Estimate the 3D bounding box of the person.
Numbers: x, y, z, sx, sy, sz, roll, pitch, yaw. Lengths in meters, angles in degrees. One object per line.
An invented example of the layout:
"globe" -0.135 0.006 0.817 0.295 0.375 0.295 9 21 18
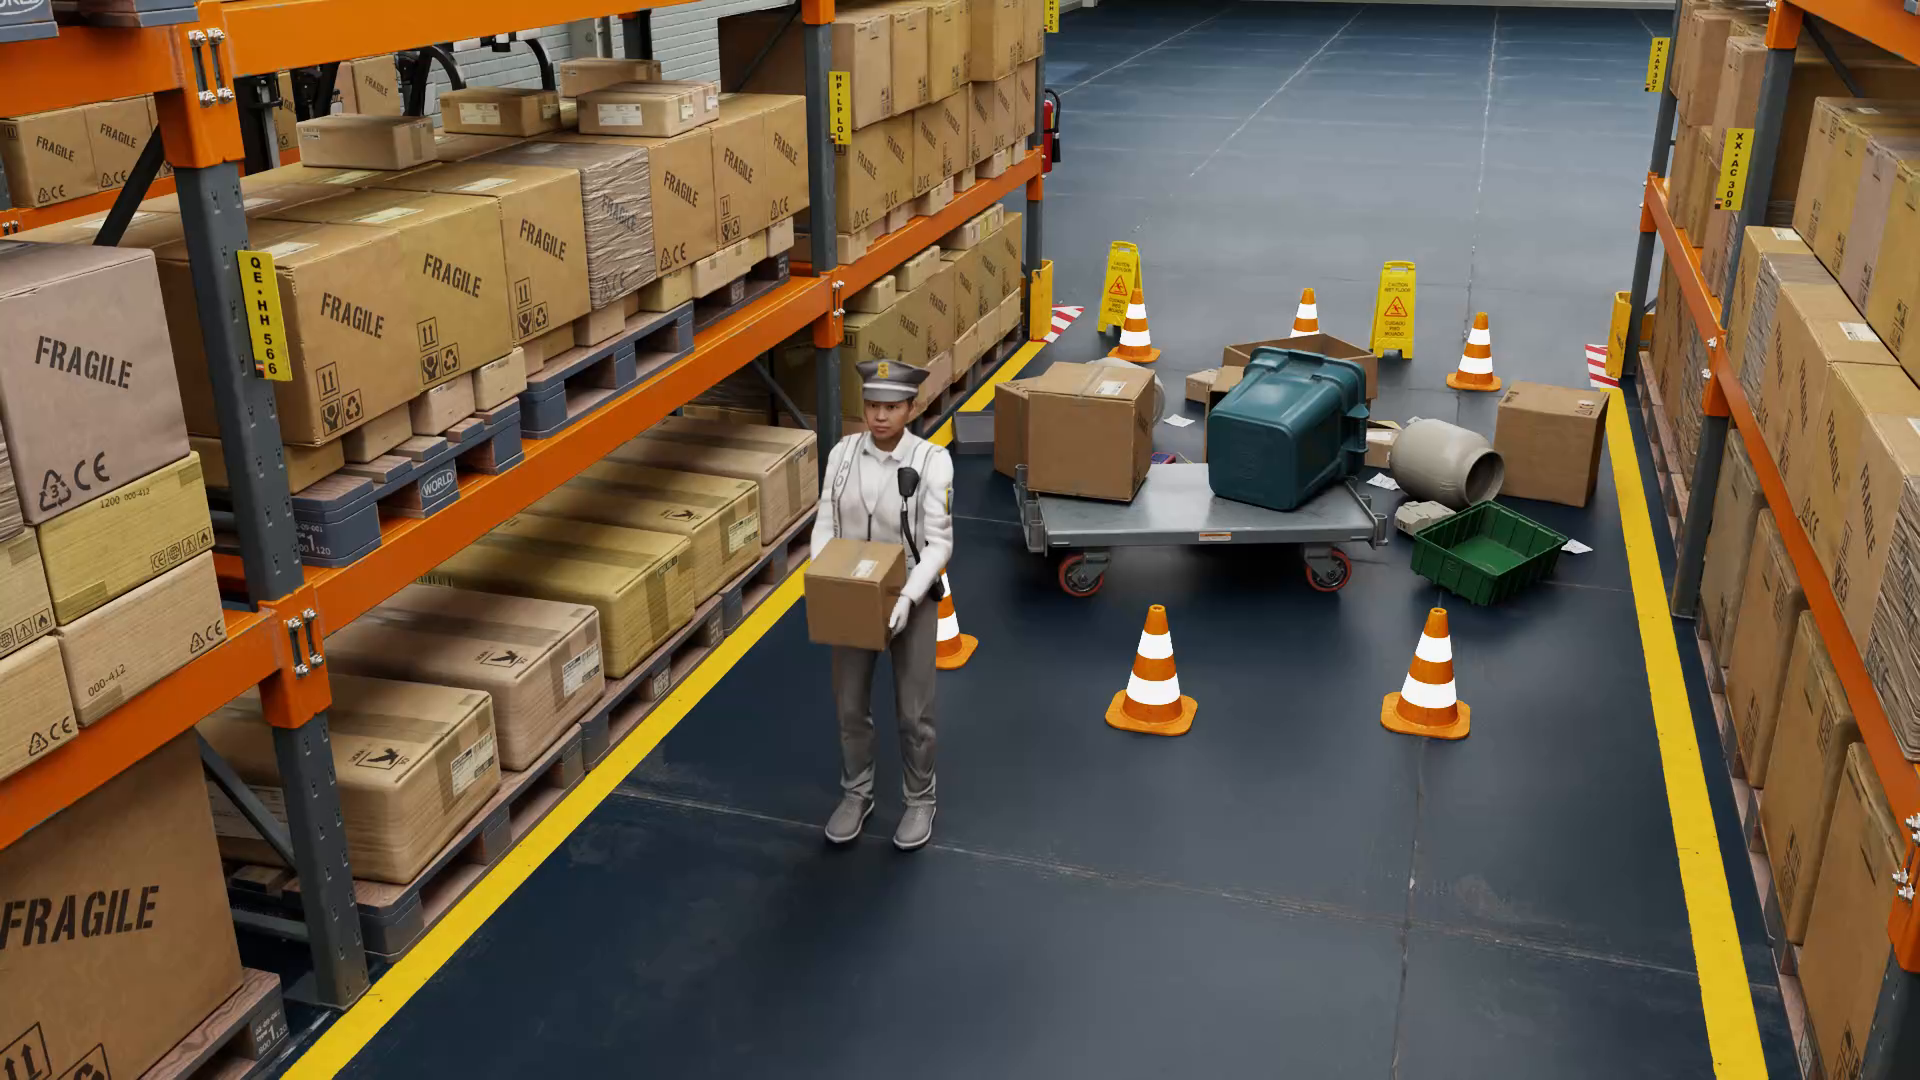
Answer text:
"person" -0.267 0.231 5.477 0.479 1.692 0.529 6 23 15
